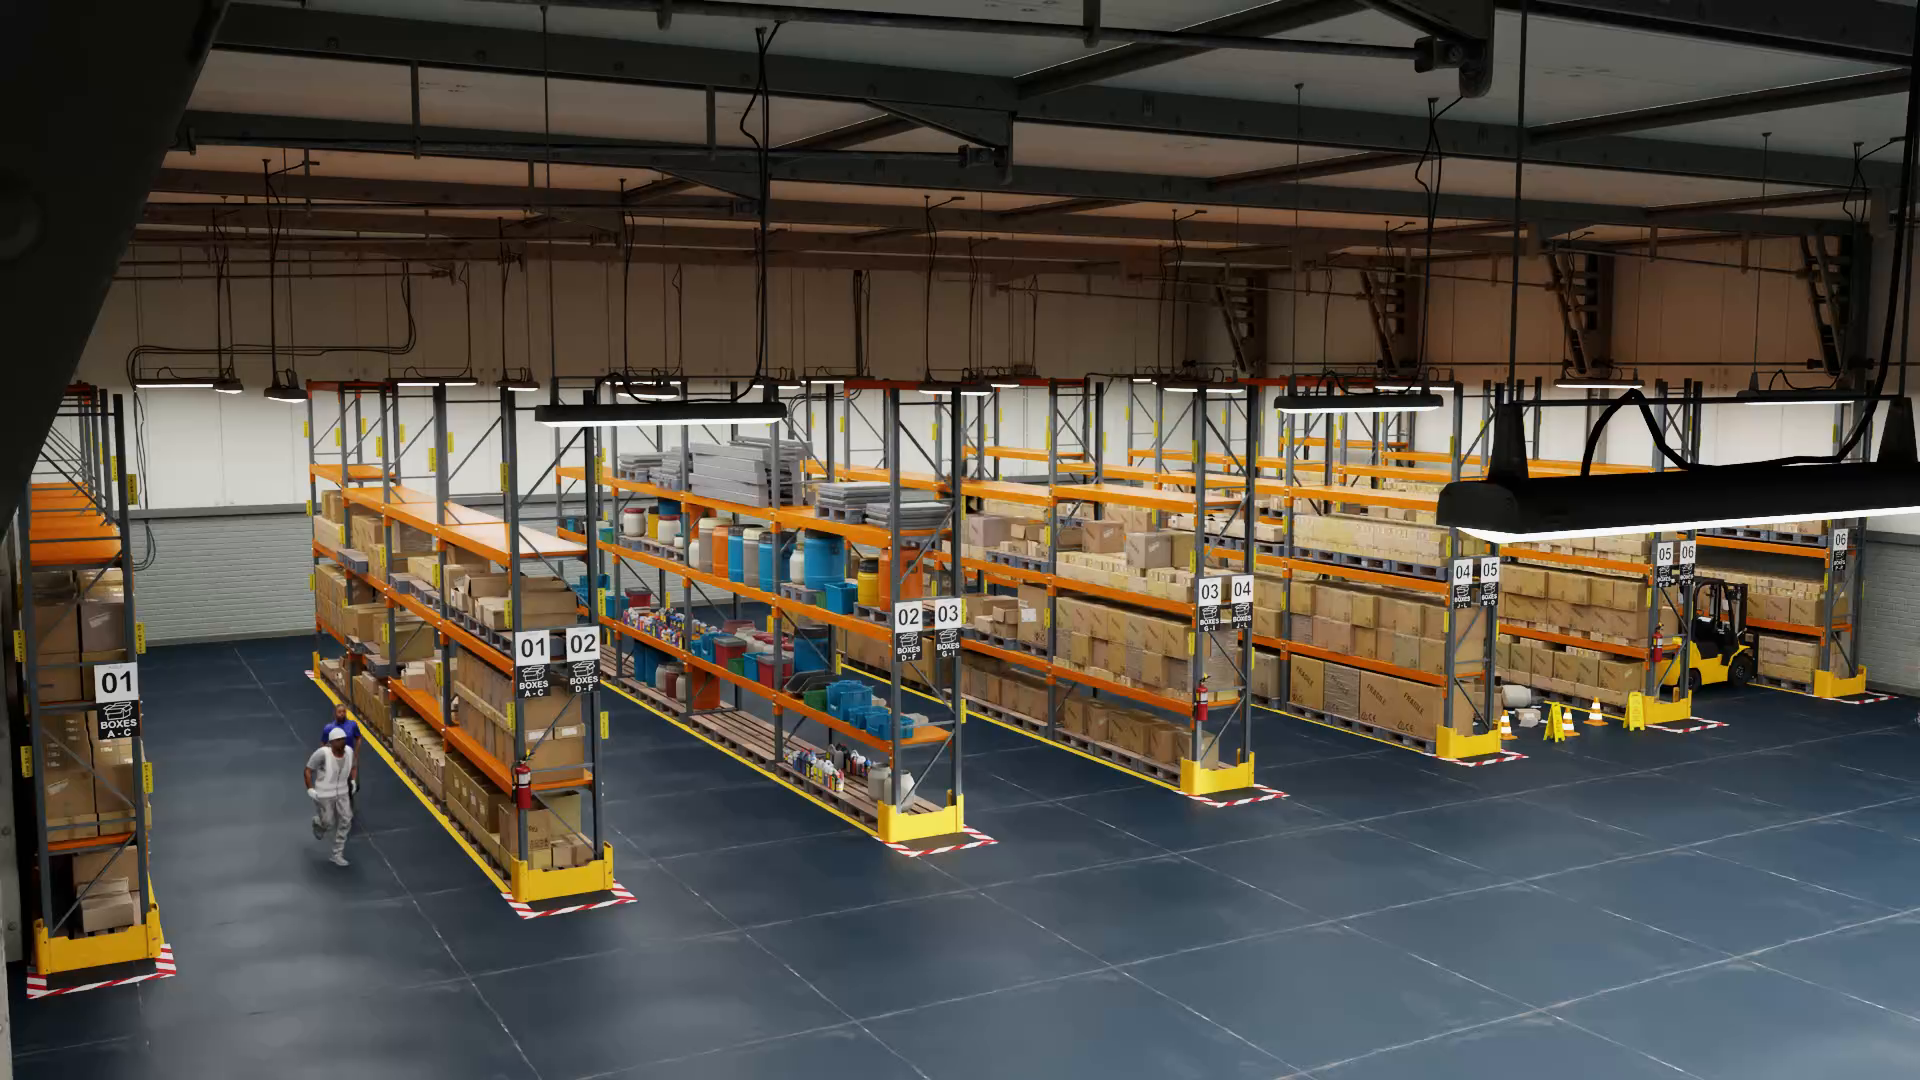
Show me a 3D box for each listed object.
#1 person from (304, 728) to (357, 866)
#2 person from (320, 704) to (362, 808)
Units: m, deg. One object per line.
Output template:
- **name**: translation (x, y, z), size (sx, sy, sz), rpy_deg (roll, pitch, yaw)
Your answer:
- **person**: translation (-8.022, 3.236, 21.206), size (0.786, 1.745, 0.699), rpy_deg (6, 8, 43)
- **person**: translation (-8.586, 3.073, 23.140), size (0.555, 1.609, 0.530), rpy_deg (-4, 7, -30)
